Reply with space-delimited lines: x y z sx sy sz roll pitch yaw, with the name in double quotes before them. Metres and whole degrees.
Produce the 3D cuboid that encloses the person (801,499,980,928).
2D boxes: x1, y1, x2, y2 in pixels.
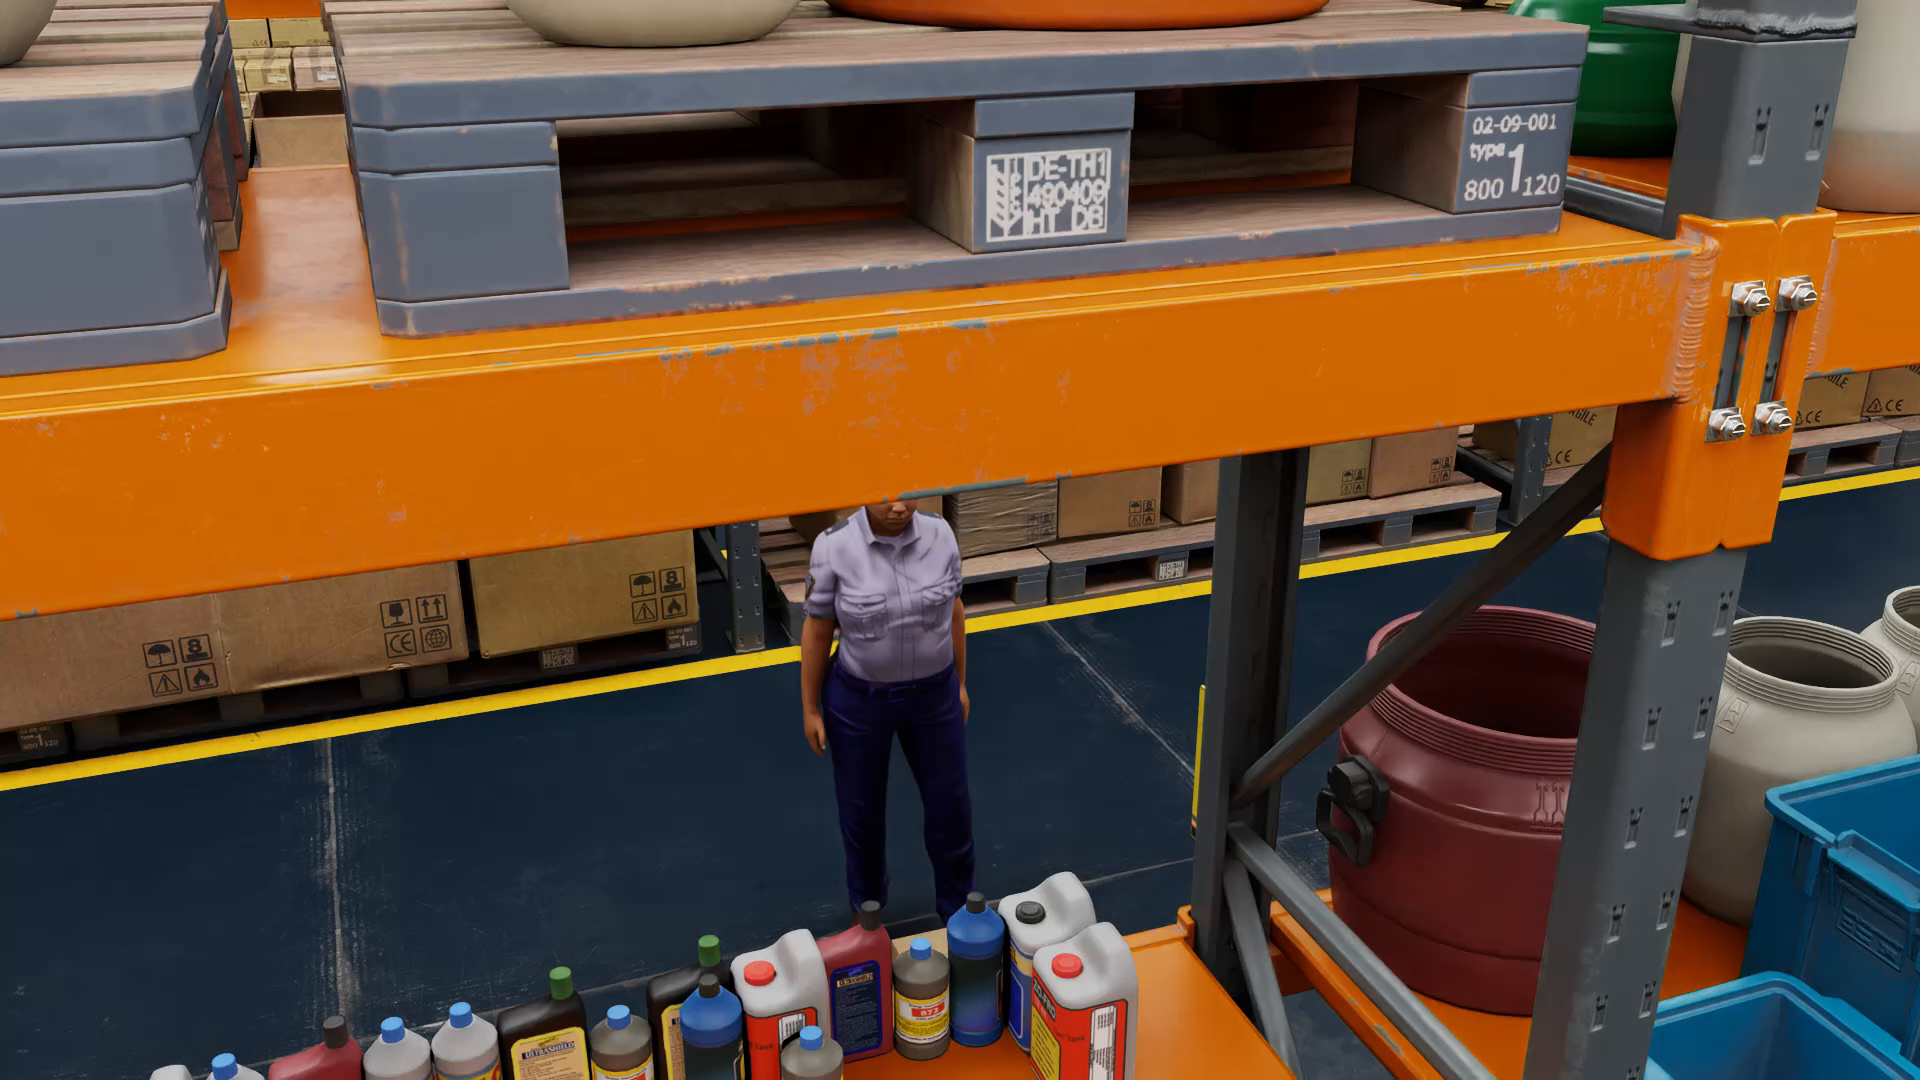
"person" -0.178 0.515 4.877 0.544 1.667 0.487 -6 23 -15
